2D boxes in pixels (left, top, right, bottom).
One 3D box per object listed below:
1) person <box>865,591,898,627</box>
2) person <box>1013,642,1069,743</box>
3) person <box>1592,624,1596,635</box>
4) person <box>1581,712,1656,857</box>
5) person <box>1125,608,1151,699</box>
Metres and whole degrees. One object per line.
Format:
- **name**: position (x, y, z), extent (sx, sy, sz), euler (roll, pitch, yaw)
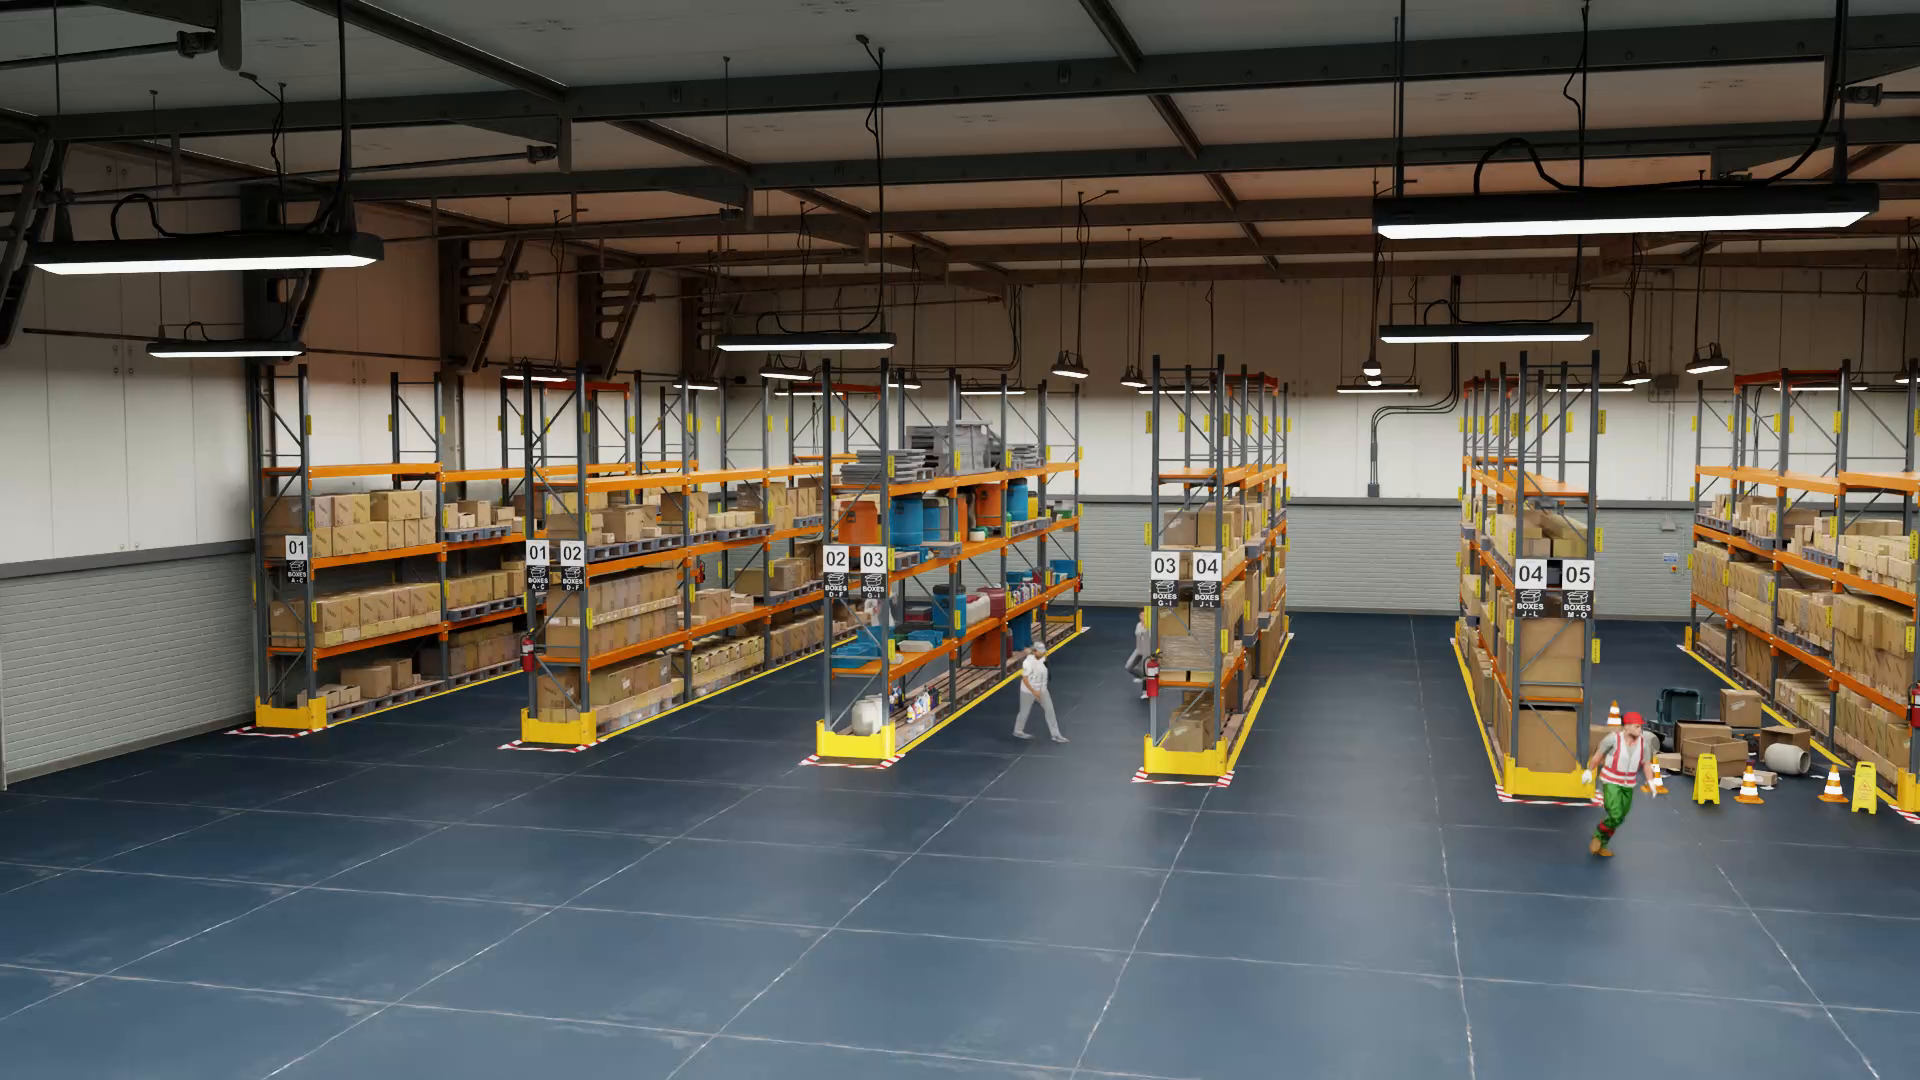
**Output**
- **person**: position (-1.652, 1.687, 34.954), extent (0.730, 1.492, 1.034), euler (-1, 4, -7)
- **person**: position (1.216, 2.385, 26.215), extent (0.601, 1.601, 1.003), euler (-2, 5, -30)
- **person**: position (14.440, 1.435, 38.868), extent (0.871, 1.823, 0.679), euler (0, 4, -2)
- **person**: position (7.608, 2.812, 19.120), extent (0.631, 1.726, 0.673), euler (-1, 4, -12)
- **person**: position (3.359, 2.078, 30.468), extent (0.492, 1.697, 0.577), euler (-3, 5, -41)
